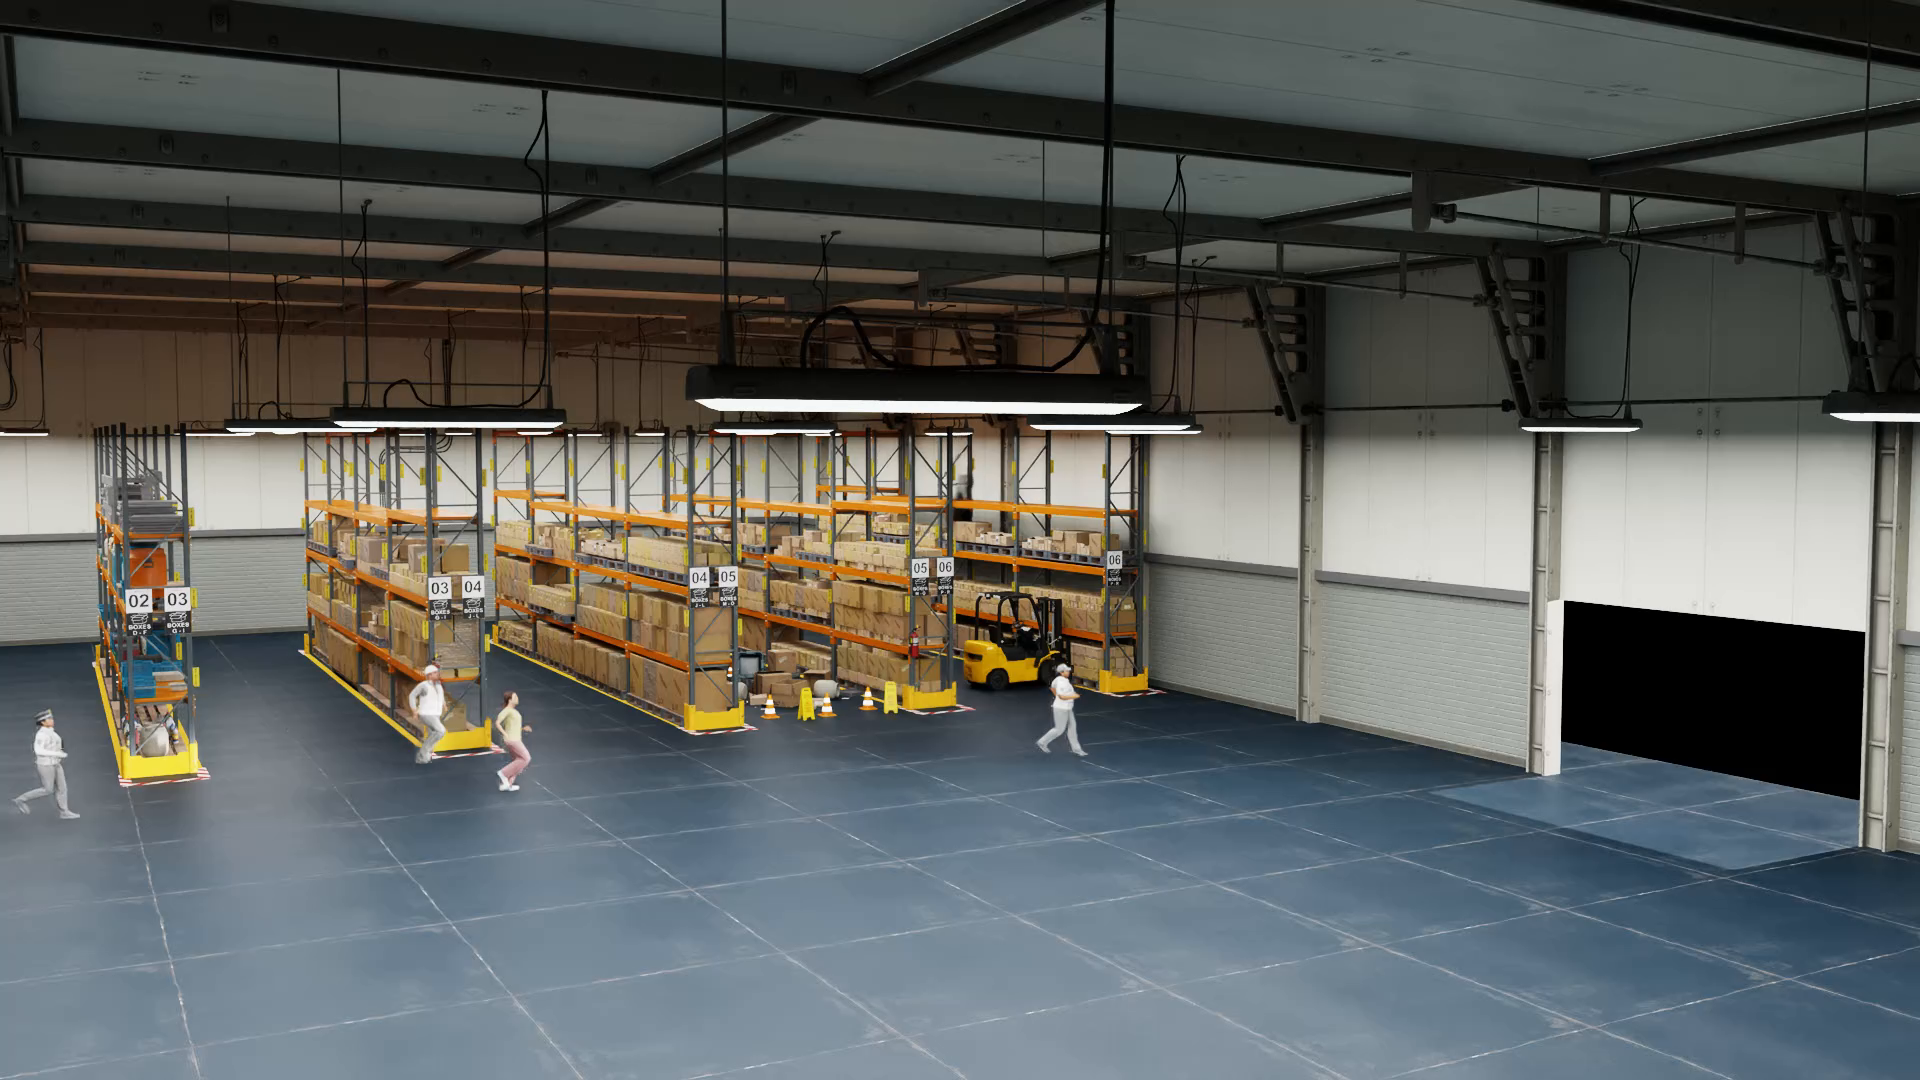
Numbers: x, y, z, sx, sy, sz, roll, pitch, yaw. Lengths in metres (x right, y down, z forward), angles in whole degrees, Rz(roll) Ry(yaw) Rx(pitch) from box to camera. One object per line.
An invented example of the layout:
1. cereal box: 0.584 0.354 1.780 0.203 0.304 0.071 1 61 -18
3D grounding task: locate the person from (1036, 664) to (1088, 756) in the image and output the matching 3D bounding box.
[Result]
1. person: 1.843 3.062 29.905 0.923 1.674 0.604 1 3 9

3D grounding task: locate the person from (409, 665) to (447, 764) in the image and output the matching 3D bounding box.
1. person: -9.302 3.076 29.382 0.623 1.704 0.658 1 4 19

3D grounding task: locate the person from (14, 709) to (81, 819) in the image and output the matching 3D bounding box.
1. person: -13.666 3.362 24.906 0.890 1.669 0.618 -1 4 -9

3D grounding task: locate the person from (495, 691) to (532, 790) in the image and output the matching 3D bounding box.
1. person: -7.243 3.264 27.071 0.534 1.626 0.571 0 3 -6
